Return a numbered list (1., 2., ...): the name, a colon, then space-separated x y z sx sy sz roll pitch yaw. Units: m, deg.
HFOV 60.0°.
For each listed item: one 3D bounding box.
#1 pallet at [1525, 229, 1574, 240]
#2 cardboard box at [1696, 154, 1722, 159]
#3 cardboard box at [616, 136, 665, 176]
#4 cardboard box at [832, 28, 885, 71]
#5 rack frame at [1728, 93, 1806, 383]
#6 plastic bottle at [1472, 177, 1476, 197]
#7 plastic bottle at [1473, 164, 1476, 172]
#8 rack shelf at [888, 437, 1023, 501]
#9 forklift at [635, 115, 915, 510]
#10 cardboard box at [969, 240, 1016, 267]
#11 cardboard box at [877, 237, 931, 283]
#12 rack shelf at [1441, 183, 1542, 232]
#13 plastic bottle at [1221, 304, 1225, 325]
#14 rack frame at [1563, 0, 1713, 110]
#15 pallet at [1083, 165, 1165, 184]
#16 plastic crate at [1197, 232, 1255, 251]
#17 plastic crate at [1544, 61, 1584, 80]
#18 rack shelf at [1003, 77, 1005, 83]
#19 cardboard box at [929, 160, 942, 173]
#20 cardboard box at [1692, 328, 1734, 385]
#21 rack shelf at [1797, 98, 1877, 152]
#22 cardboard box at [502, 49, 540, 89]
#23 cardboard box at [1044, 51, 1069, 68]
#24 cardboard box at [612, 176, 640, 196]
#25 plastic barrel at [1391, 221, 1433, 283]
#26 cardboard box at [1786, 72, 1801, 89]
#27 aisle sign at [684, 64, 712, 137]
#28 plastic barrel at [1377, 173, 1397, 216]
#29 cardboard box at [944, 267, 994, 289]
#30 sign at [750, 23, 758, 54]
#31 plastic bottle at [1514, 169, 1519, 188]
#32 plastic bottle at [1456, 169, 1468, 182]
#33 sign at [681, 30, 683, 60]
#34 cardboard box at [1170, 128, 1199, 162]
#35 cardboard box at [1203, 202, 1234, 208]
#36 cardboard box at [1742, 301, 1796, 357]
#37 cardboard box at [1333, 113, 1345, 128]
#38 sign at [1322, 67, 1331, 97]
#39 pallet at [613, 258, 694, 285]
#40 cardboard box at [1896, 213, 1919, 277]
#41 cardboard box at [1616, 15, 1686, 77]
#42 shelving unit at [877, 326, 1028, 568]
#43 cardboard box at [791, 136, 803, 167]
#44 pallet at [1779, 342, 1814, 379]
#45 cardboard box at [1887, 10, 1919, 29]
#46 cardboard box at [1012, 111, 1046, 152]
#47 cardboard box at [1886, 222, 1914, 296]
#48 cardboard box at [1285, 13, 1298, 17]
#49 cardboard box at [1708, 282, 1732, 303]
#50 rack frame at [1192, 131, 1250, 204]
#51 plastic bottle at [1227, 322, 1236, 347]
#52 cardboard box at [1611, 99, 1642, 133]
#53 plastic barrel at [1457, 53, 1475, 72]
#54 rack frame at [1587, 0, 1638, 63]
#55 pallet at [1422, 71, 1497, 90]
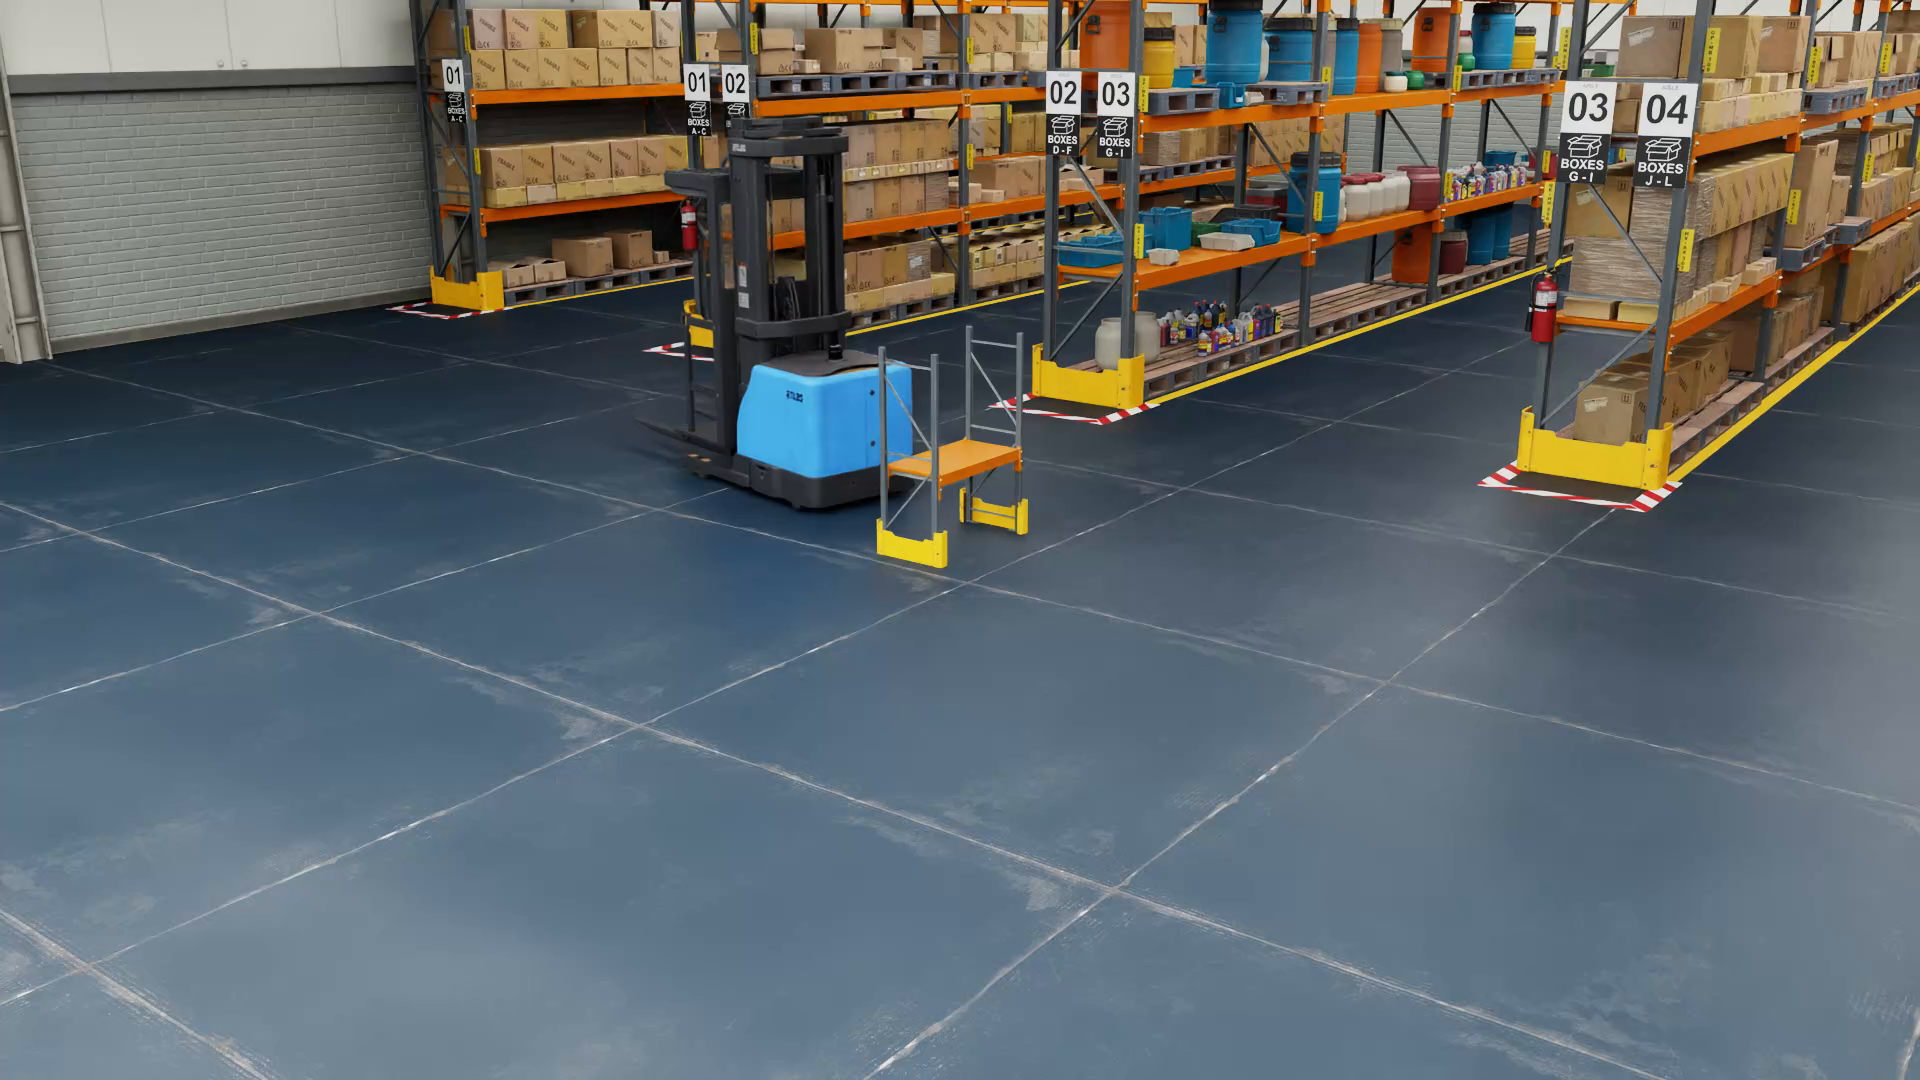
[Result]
1. pallet: 10.287 -5.121 28.378 1.003 0.211 1.213 12 21 35
2. cardboard box: 6.868 -3.395 15.761 0.500 0.500 0.500 12 21 35
3. cardboard box: -4.623 -5.544 23.992 0.500 0.500 0.500 12 21 34
4. cardboard box: -1.399 -6.040 20.458 0.797 0.503 0.637 15 23 41
5. rack frame: 7.637 -2.909 16.553 1.000 3.000 0.127 12 21 35
6. plastic bottle: 7.202 -4.964 23.388 0.097 0.271 0.097 0 17 0
7. plastic bottle: 7.865 -5.622 25.486 0.061 0.283 0.133 12 21 35
8. rack shelf: -0.051 -0.524 12.009 0.538 0.185 1.000 12 21 35
9. forklift: -1.704 -2.004 13.754 1.130 2.935 3.031 -14 22 -38
10. cardboard box: 0.432 -3.988 23.011 0.500 0.311 0.500 12 21 34
11. cardboard box: -0.725 -3.640 21.570 0.500 0.500 0.500 12 21 35
12. rack shelf: 7.234 -4.870 24.080 1.077 0.370 4.000 12 21 35
13. plastic bottle: 3.032 -2.598 19.390 0.061 0.283 0.133 12 21 35
14. rack frame: 5.253 -4.821 12.595 1.000 3.000 0.127 12 21 35
15. pallet: 2.414 -5.695 25.849 1.213 0.211 1.003 12 21 35
16. plastic crate: 2.895 -3.227 18.021 0.530 0.136 0.437 12 21 35
17. plastic crate: 9.386 -7.307 25.878 0.497 0.269 0.590 12 21 35
18. rack shelf: -0.722 -8.053 29.272 1.077 0.370 4.000 12 21 35
19. cardboard box: -0.456 -4.857 21.563 0.380 0.149 0.250 12 21 34
20. cardboard box: 7.366 -1.827 16.577 0.500 0.500 0.500 12 21 33
21. rack shelf: 8.828 -4.474 17.749 1.077 0.370 4.000 12 21 35
22. cardboard box: -5.932 -6.229 21.984 0.500 0.500 0.500 14 22 38
23. cardboard box: 1.194 -6.794 23.551 0.500 0.250 0.500 12 21 34
24. cardboard box: -4.927 -5.067 23.720 0.500 0.250 0.500 12 21 34
25. plastic barrel: 6.320 -4.020 23.084 0.600 0.830 0.708 12 21 35
26. cardboard box: 7.675 -4.332 15.657 0.380 0.149 0.250 13 22 36
27. aisle sign: -2.975 -4.985 18.856 0.394 0.787 0.004 12 21 35
28. plastic barrel: 5.350 -4.407 21.189 0.421 0.512 0.421 0 17 0
29. cardboard box: 0.122 -3.600 22.707 0.500 0.250 0.500 12 21 33
30. sign: -2.258 -5.496 18.218 0.100 0.325 0.005 12 21 35
31. plastic bottle: 8.233 -5.392 24.759 0.152 0.276 0.135 12 21 35
32. plastic bottle: 7.414 -5.340 24.590 0.152 0.276 0.135 12 21 35
33. sign: -3.128 -5.624 18.880 0.100 0.325 0.005 12 21 35
34. cardboard box: 3.447 -6.382 26.861 0.700 0.500 0.500 7 19 21
35. cardboard box: 4.386 -5.414 28.092 0.500 0.500 0.500 12 21 34
36. cardboard box: 8.652 -2.311 18.101 0.700 0.500 0.500 10 20 30
37. cardboard box: 6.789 -7.889 30.735 0.500 0.500 0.500 12 21 34
38. sign: 4.094 -5.121 18.604 0.100 0.325 0.005 12 21 35
39. pallet: -4.669 -4.037 24.887 1.003 0.211 1.213 12 21 35
40. cardboard box: 12.861 -4.143 23.402 0.875 0.875 0.875 12 21 35
41. cardboard box: 5.974 -4.231 14.240 0.500 0.500 0.500 12 21 35
42. shelving unit: -0.045 -0.698 11.963 0.587 1.500 1.083 12 21 35
43. cardboard box: -2.071 -4.623 19.715 0.700 0.500 0.500 12 21 33
44. pallet: 8.826 -2.055 18.504 1.003 0.211 1.213 12 21 35
45. cardboard box: 12.969 -7.124 22.758 0.500 0.250 0.500 11 20 31
46. cardboard box: 1.245 -7.883 32.063 0.980 0.700 0.700 12 21 33
47. cardboard box: 12.038 -3.844 22.439 1.225 0.875 0.875 12 21 35
48. cardboard box: 5.414 -8.860 28.805 0.700 0.500 0.500 12 21 35
49. cardboard box: 6.586 -2.202 14.700 0.380 0.149 0.250 12 21 35
50. rack frame: 4.450 -6.566 28.329 1.000 3.000 0.127 12 21 35
51. plastic bottle: 2.991 -2.269 18.351 0.097 0.271 0.097 0 17 0
52. cardboard box: 5.337 -3.477 13.577 0.500 0.250 0.500 13 21 36
53. plastic barrel: 6.858 -6.507 22.637 0.294 0.245 0.294 0 17 0
54. rack frame: 10.809 -9.507 27.685 1.000 3.000 0.127 12 21 35
55. pallet: 6.577 -6.244 22.553 1.003 0.211 1.213 12 21 35
